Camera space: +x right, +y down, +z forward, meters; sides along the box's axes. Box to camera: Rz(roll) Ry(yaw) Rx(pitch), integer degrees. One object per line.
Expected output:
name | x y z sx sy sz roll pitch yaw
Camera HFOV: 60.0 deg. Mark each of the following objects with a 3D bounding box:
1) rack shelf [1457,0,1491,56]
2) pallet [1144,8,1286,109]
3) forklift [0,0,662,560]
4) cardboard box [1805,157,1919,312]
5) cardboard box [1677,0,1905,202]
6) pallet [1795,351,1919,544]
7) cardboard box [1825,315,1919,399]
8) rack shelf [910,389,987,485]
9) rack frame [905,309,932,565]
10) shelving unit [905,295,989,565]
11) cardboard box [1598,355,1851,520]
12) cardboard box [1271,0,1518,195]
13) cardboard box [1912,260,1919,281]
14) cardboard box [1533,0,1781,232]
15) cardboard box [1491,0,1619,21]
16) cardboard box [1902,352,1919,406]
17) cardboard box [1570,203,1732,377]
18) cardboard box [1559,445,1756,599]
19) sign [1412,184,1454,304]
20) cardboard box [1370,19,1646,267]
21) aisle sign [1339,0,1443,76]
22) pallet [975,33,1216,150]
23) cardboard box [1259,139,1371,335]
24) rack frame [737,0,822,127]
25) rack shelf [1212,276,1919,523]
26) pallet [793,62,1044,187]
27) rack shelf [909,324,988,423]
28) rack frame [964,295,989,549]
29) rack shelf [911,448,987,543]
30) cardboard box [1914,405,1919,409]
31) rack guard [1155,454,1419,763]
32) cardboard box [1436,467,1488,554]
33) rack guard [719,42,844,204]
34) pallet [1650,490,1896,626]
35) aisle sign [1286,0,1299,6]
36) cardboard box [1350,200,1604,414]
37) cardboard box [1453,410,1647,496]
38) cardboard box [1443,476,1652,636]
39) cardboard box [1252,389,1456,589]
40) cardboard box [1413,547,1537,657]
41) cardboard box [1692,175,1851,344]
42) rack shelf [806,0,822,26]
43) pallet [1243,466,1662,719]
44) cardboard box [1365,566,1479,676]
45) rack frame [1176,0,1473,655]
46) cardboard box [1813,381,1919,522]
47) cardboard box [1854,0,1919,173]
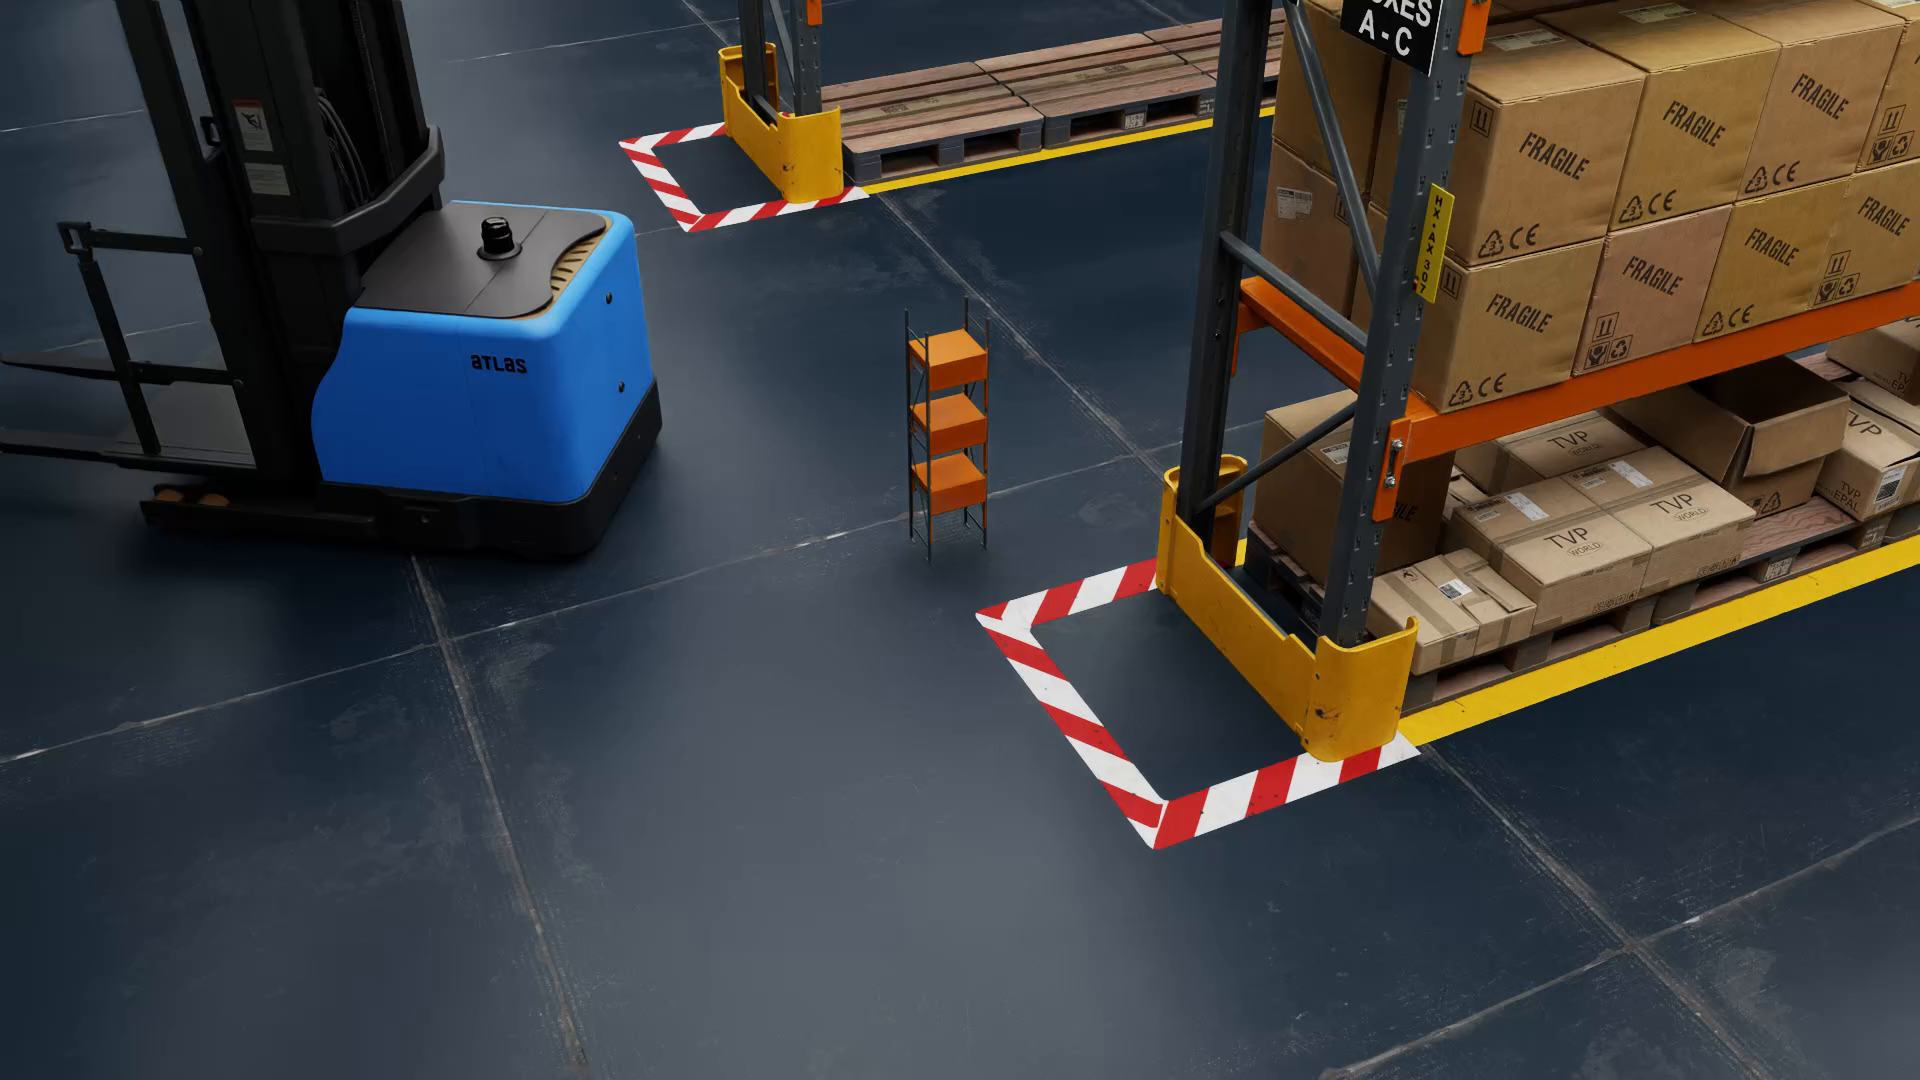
rack shelf | 2.889 -2.188 5.267 4.000 0.370 1.077 -16 39 -20
pallet | 1.949 -3.123 10.784 1.213 0.211 1.003 -16 39 -20
forklift | -2.870 -1.503 6.317 3.031 2.935 1.130 5 37 7
cardboard box | 2.966 -1.160 5.713 0.500 0.500 0.500 -15 39 -19
cardboard box | 2.517 -1.438 5.247 0.500 0.500 0.500 -15 39 -19
pallet | 4.078 -0.485 7.226 1.213 0.211 1.003 -16 39 -20
cardboard box | 4.228 -0.885 7.313 0.500 0.311 0.500 -16 39 -20
rack shelf | -0.048 -0.400 6.425 0.240 0.259 0.215 -16 39 -20
rack frame | -0.159 -0.377 6.377 0.008 1.050 0.200 -16 39 -20
shelving unit | -0.048 -0.408 6.419 0.252 1.050 0.215 -16 39 -20
cardboard box | 3.001 -0.474 6.597 0.637 0.503 0.797 -16 39 -20
cardboard box | 1.365 -1.468 5.288 0.500 0.500 0.500 -16 39 -20
cardboard box | 3.426 -1.291 5.888 0.500 0.500 0.500 -15 39 -19
cardboard box | 2.062 -1.314 5.080 0.500 0.500 0.500 -15 39 -19
cardboard box | 1.822 -1.597 5.461 0.500 0.500 0.500 -15 39 -19
cardboard box | 4.304 -0.654 6.842 0.500 0.500 0.500 -16 39 -20
cardboard box | 2.057 -0.909 5.374 0.500 0.500 0.500 -16 39 -20
cardboard box | 2.597 -0.076 6.273 0.500 0.250 0.500 -16 39 -20
sign | 1.309 -0.821 4.612 0.005 0.325 0.100 -16 39 -20
cardboard box | 1.592 -1.177 4.896 0.500 0.500 0.500 -14 39 -19
aisle sign | 1.142 -1.634 4.253 0.004 0.787 0.394 -16 39 -20
pallet | 0.843 -2.812 10.364 1.213 0.211 1.003 -16 39 -20
cardboard box | 1.369 -1.066 5.585 0.500 0.500 0.500 -14 39 -19
rack frame | -1.023 -3.438 8.867 0.127 3.000 1.000 -16 39 -20
rack shelf | 2.889 -0.983 6.161 4.000 0.370 1.077 -16 39 -20
pallet | -0.259 -2.506 9.951 1.213 0.211 1.003 -16 39 -20
rack shelf | -0.048 -0.628 6.256 0.240 0.259 0.215 -16 39 -20
rack frame | 0.062 -0.439 6.461 0.008 1.050 0.200 -16 39 -20
rack shelf | -0.048 -0.176 6.591 0.240 0.259 0.215 -16 39 -20
cardboard box | 3.991 -0.385 6.775 0.250 0.149 0.380 -16 39 -20
rack guard | 1.148 0.219 6.035 0.348 0.500 1.175 -16 39 -20
cardboard box | 1.871 -0.129 6.415 0.250 0.166 0.380 -16 39 -20
rack guard | -1.039 -2.421 9.594 0.348 0.500 1.175 -16 39 -20
pallet | 2.972 -0.173 6.807 1.213 0.211 1.003 -16 39 -20
aisle sign | 0.887 -1.958 4.689 0.004 0.787 0.394 -16 39 -20
cardboard box | 1.592 -0.776 5.194 0.500 0.500 0.500 -15 39 -19
cardboard box | 2.339 -0.333 6.619 0.500 0.250 0.500 -16 39 -20
cardboard box | 2.144 0.051 6.102 0.500 0.250 0.500 -16 39 -20
cardboard box | 1.466 -0.209 6.242 0.500 0.500 0.500 -16 39 -20
cardboard box | 1.830 0.212 5.956 0.250 0.166 0.380 -16 39 -20
cardboard box | 2.513 -1.035 5.543 0.500 0.500 0.500 -16 39 -20
rack shelf | 0.788 -3.655 9.764 4.000 0.370 1.077 -16 39 -20
pallet | 1.869 0.133 6.394 1.213 0.211 1.003 -16 39 -20
cardboard box | 1.604 0.282 5.875 0.250 0.149 0.380 -16 39 -20
rack frame | 1.079 -0.766 5.264 0.127 3.000 1.000 -16 39 -20
cardboard box | 3.626 -0.388 6.643 0.500 0.311 0.500 -16 39 -20
cardboard box | 2.977 -1.567 5.421 0.500 0.500 0.500 -16 39 -20
